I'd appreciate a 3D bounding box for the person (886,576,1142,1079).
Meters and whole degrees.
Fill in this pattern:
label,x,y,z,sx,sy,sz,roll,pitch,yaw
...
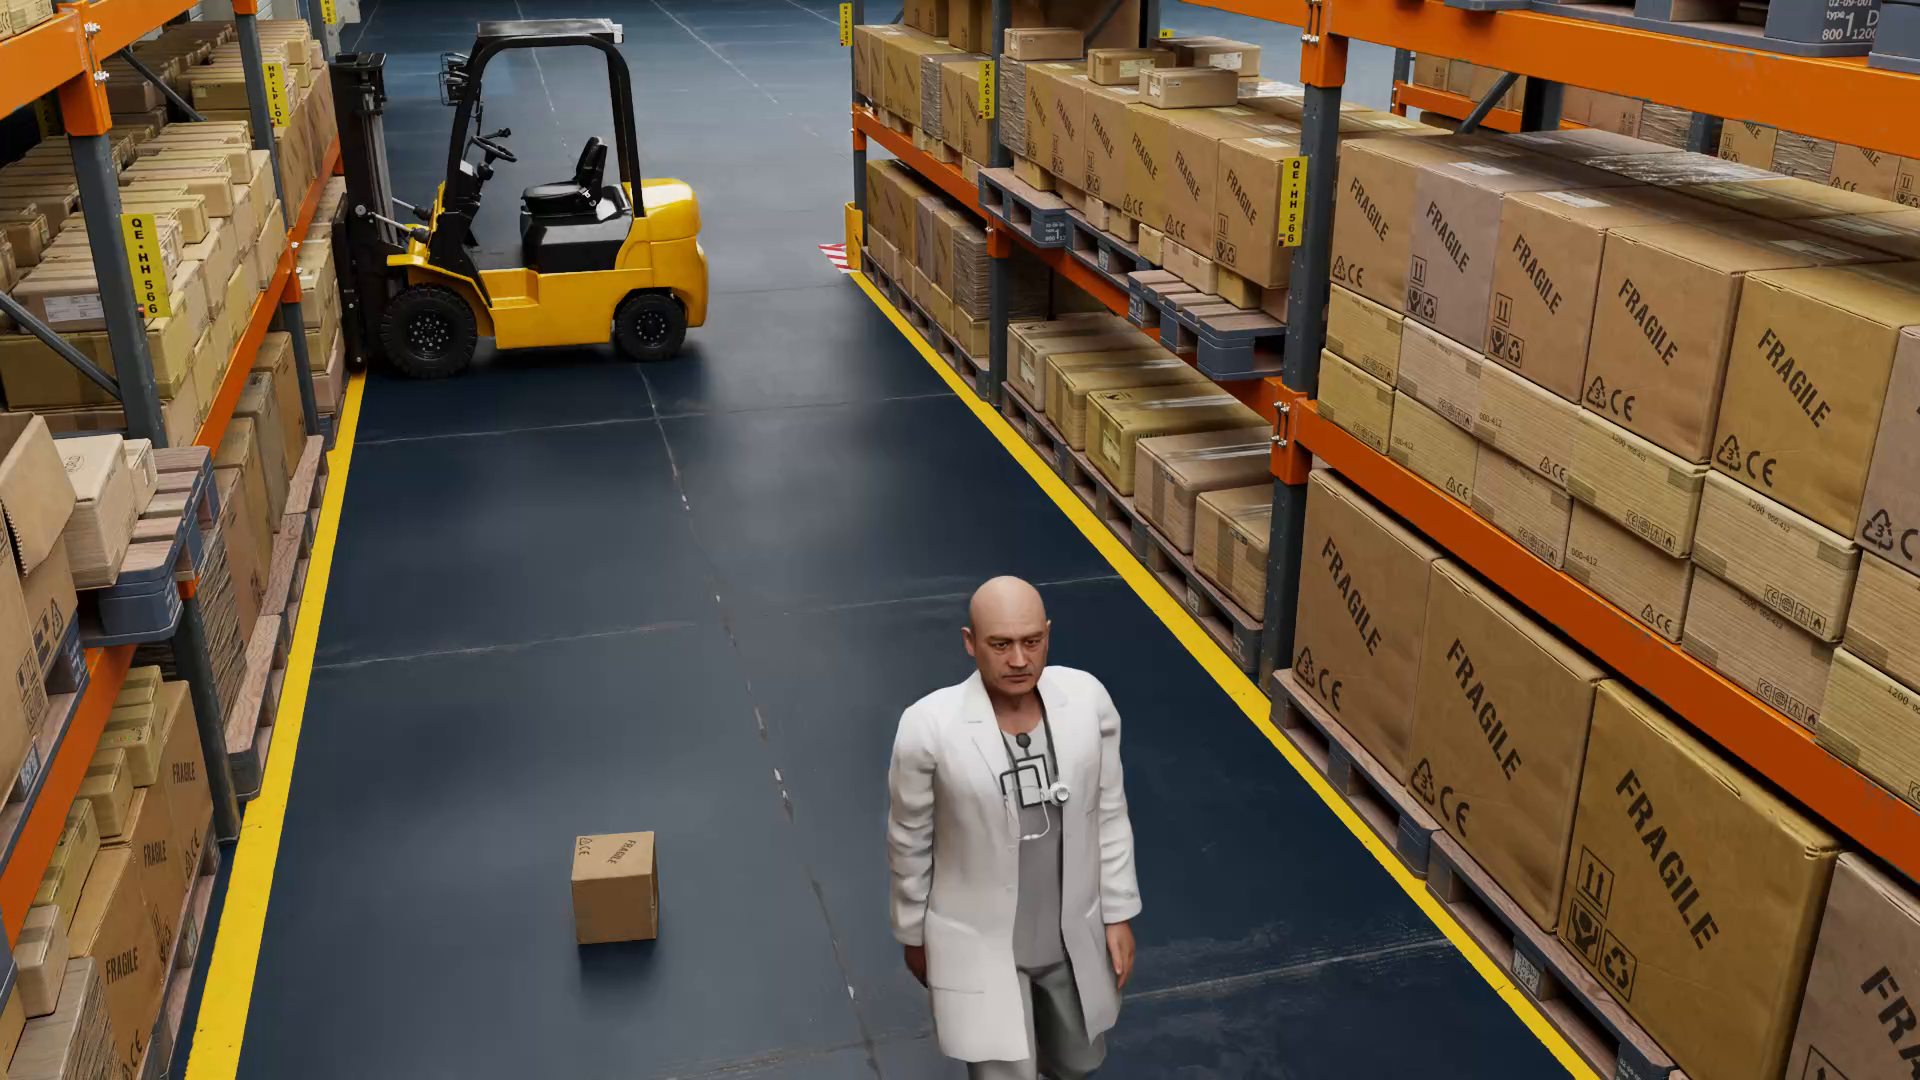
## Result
label,x,y,z,sx,sy,sz,roll,pitch,yaw
person,0.125,0.890,3.931,0.582,1.749,0.893,-8,24,-19
